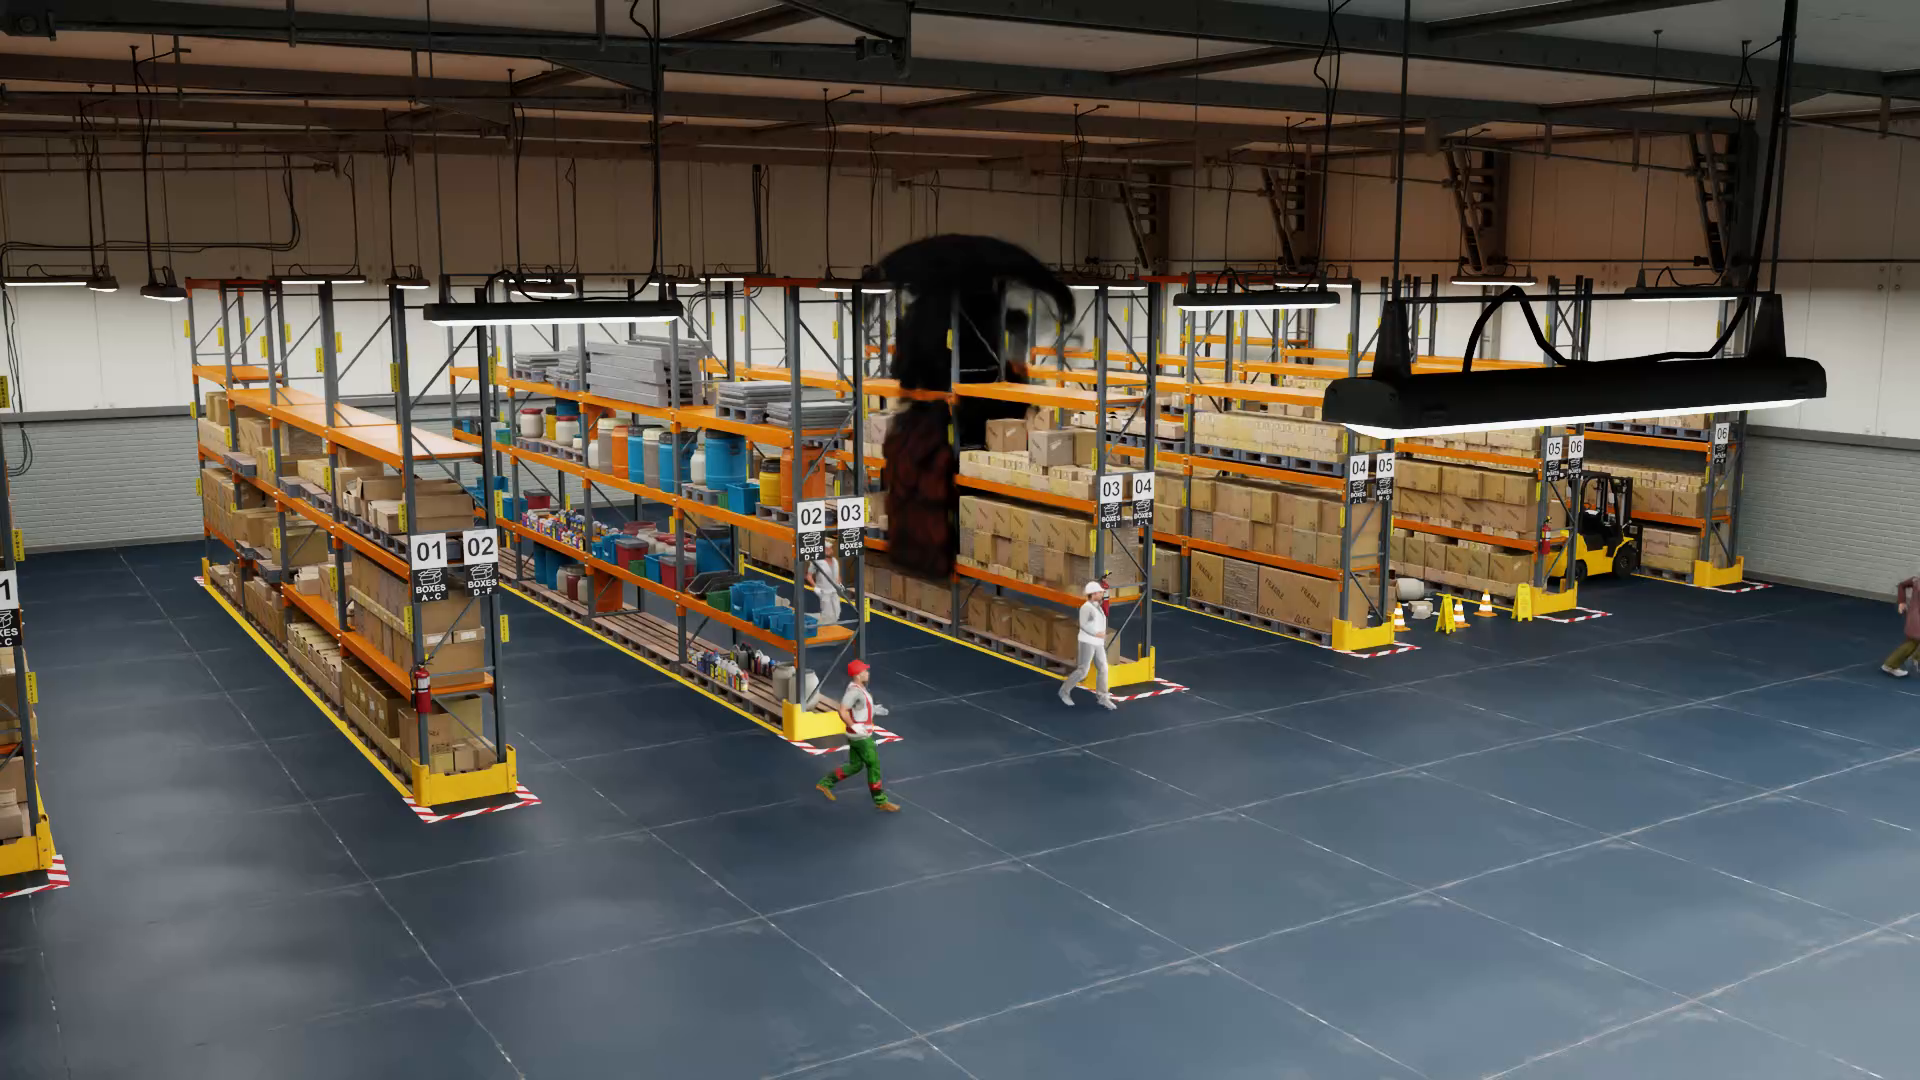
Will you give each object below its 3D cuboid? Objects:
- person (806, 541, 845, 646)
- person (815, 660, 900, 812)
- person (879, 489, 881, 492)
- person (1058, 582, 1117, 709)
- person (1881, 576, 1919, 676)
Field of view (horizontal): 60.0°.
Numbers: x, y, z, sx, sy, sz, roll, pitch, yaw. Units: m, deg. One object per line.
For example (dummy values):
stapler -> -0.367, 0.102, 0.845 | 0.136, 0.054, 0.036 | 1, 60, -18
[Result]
person -> -2.196, 0.858, 27.502 | 0.641, 1.691, 0.507 | -8, 13, -41
person -> -1.185, 2.261, 19.168 | 0.985, 1.793, 0.656 | -1, 10, -8
person -> -1.543, -0.253, 34.247 | 0.564, 1.662, 0.941 | -7, 12, -37
person -> 1.903, 1.485, 23.804 | 0.854, 1.785, 0.708 | 5, 11, 26
person -> 14.580, 1.245, 25.302 | 0.892, 1.781, 0.751 | 3, 10, 15
